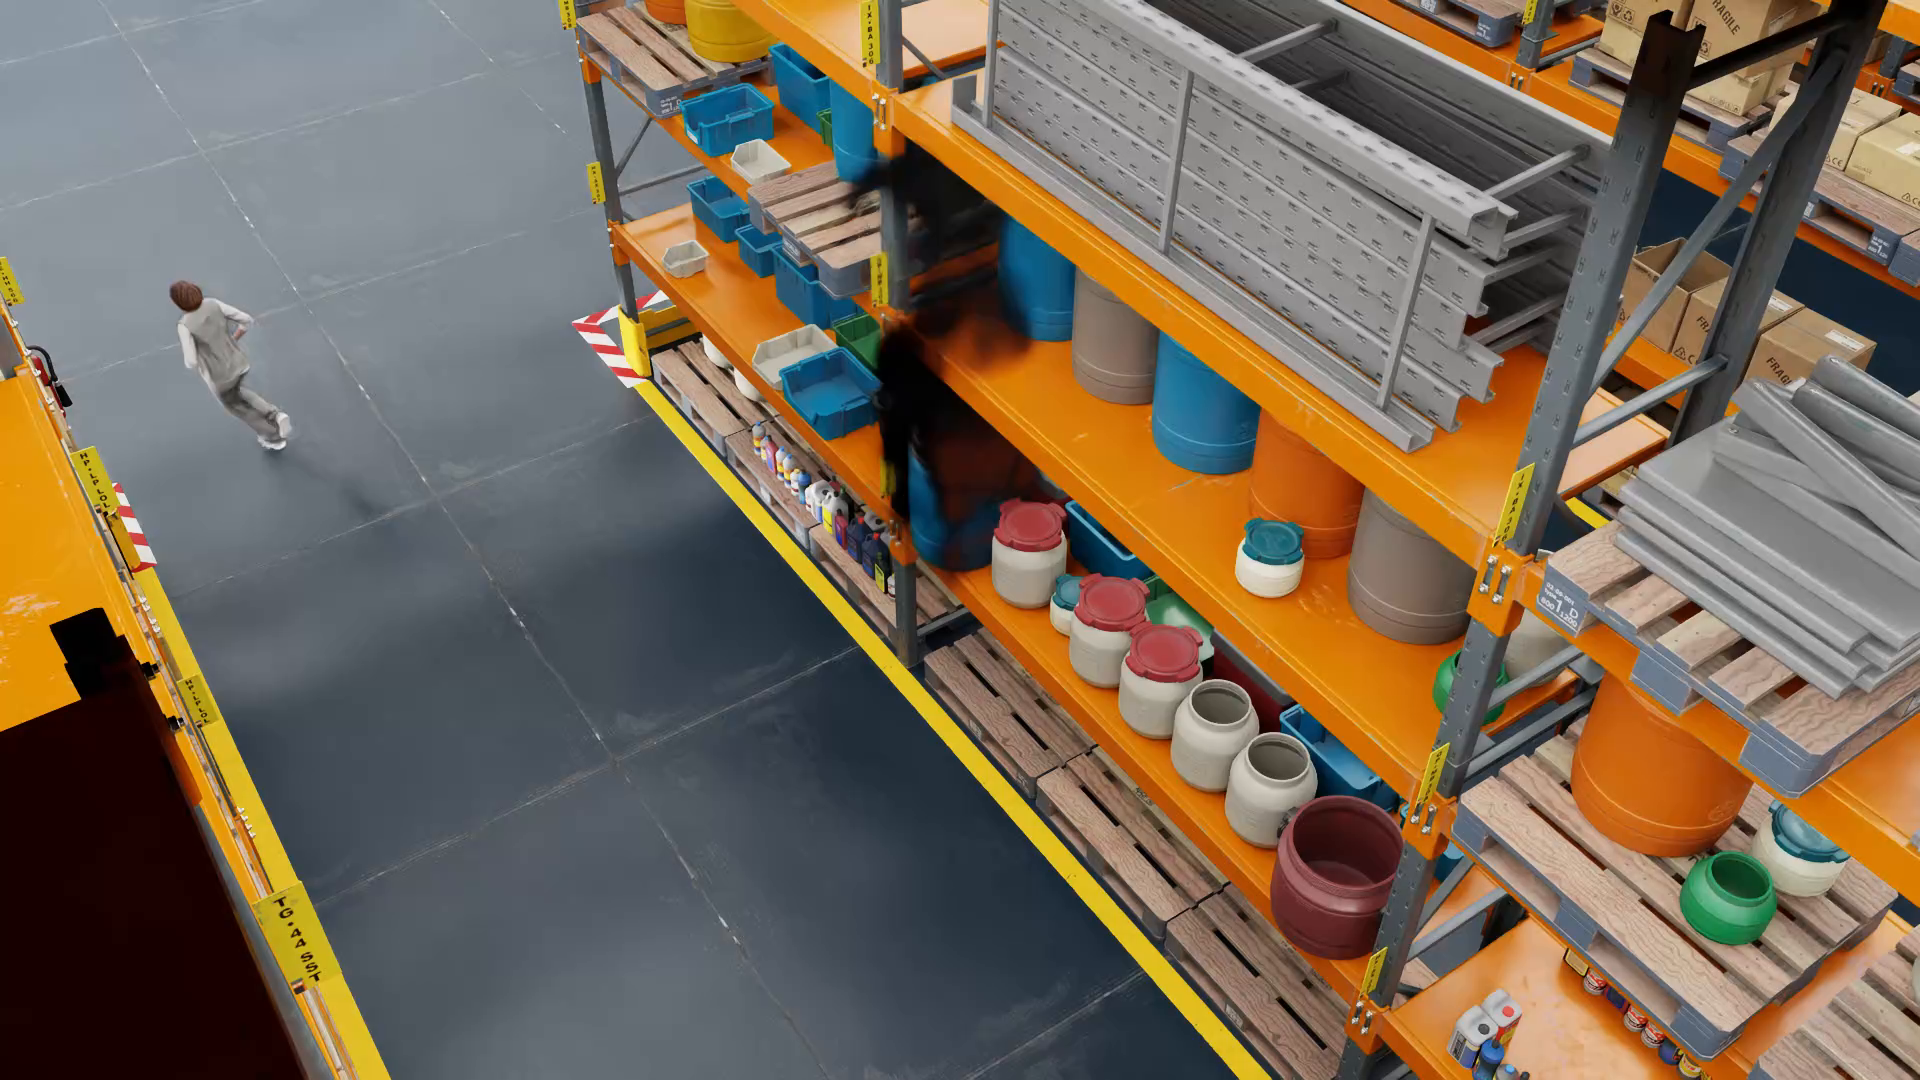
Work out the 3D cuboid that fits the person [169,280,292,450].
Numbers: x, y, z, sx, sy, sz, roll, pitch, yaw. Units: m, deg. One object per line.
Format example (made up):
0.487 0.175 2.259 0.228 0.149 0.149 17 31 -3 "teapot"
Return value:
-5.288 -1.214 11.959 0.537 1.548 0.527 15 45 16 "person"
